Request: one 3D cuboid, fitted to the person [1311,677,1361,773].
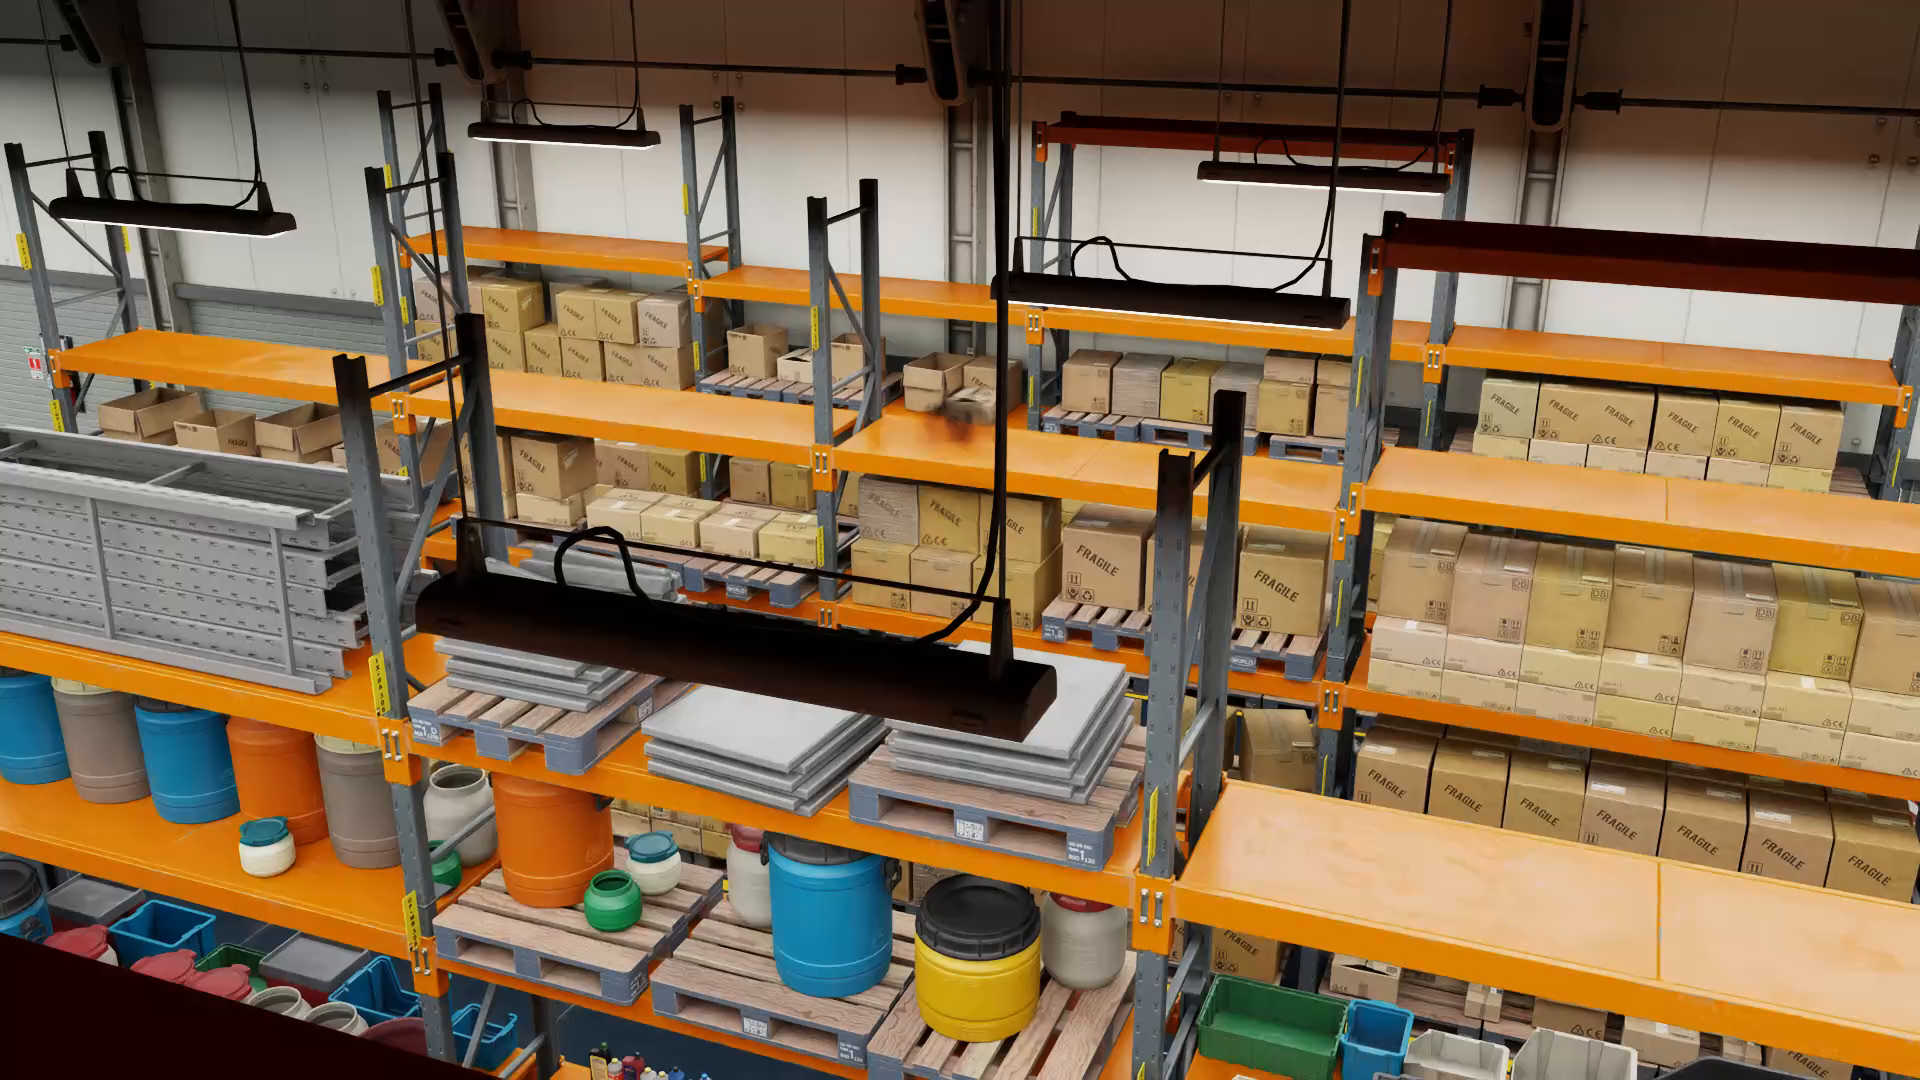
[{"bbox_3d":[3.615,1.596,15.831,0.665,1.663,0.454,7,22,17],"label":"person"}]

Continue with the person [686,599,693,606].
[{"bbox_3d":[-2.636,1.325,16.620,0.679,1.639,0.699,-4,21,-11],"label":"person"}]
